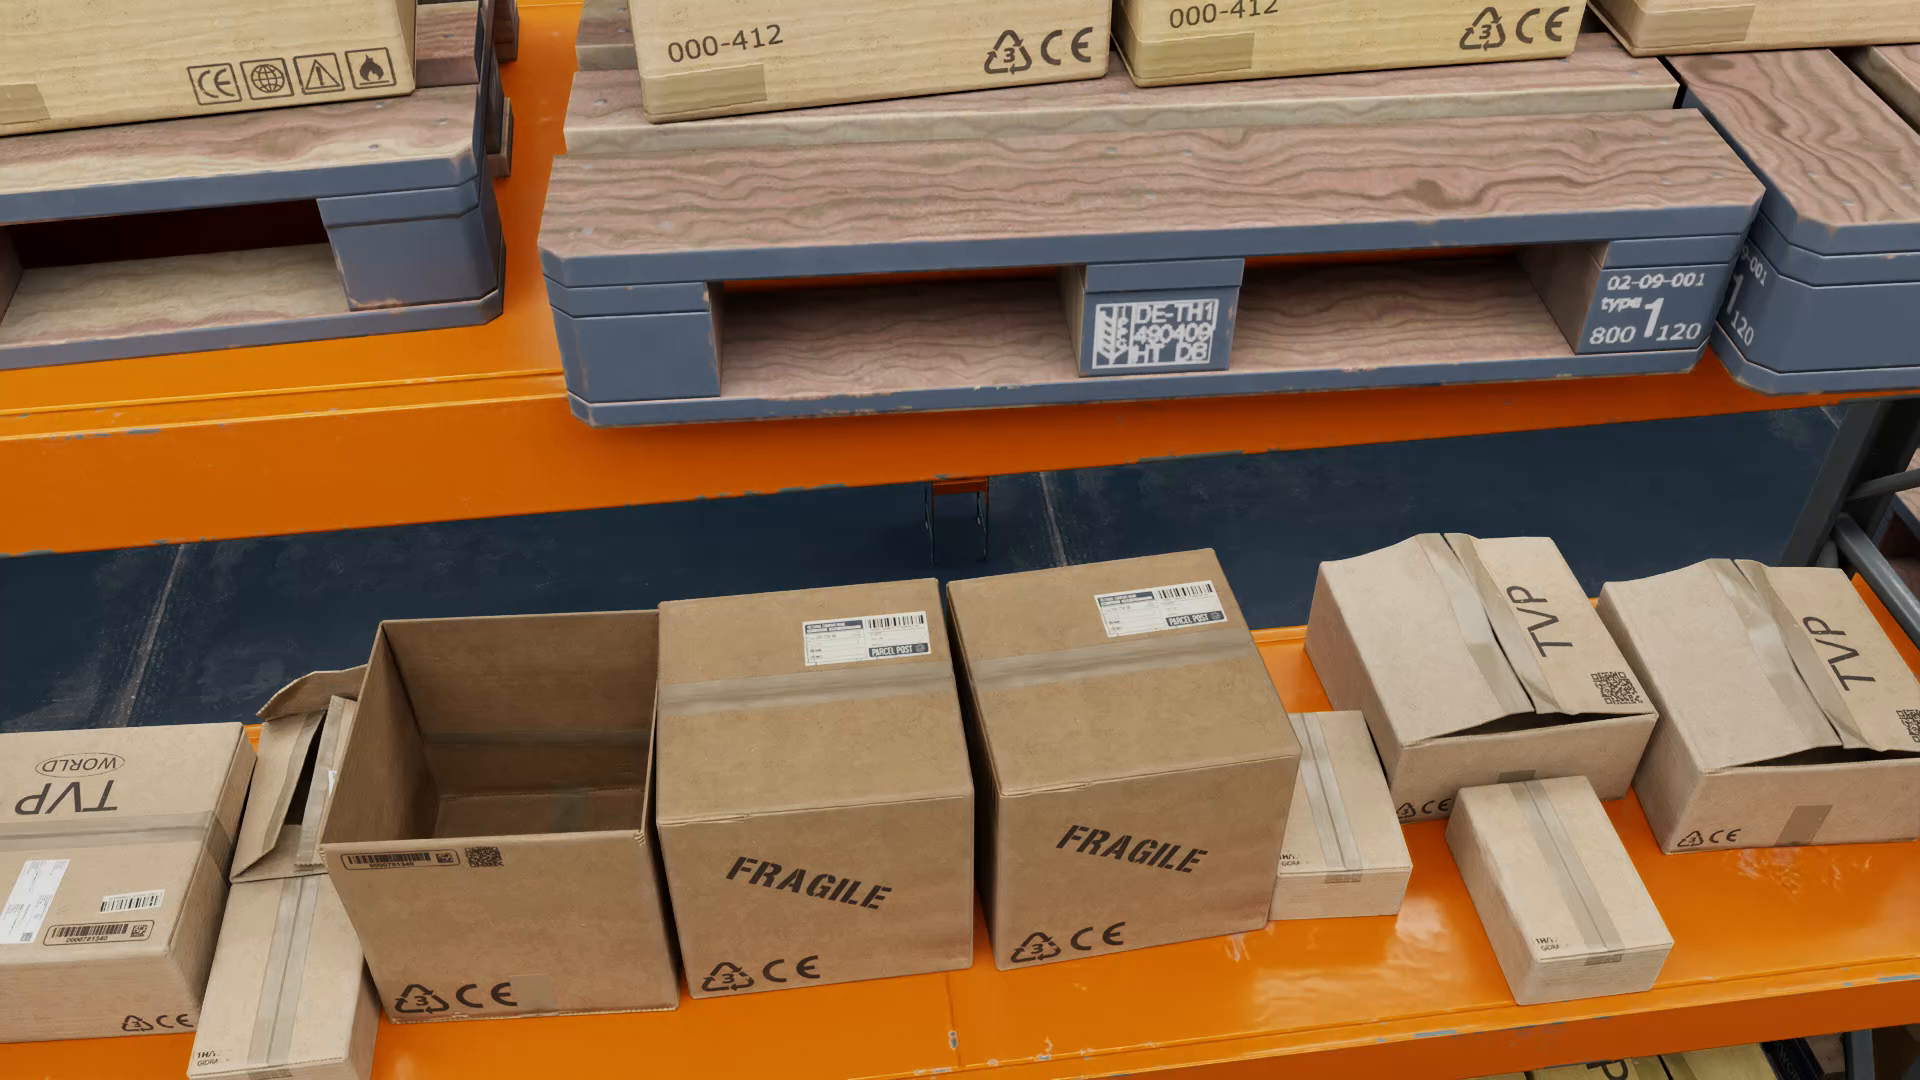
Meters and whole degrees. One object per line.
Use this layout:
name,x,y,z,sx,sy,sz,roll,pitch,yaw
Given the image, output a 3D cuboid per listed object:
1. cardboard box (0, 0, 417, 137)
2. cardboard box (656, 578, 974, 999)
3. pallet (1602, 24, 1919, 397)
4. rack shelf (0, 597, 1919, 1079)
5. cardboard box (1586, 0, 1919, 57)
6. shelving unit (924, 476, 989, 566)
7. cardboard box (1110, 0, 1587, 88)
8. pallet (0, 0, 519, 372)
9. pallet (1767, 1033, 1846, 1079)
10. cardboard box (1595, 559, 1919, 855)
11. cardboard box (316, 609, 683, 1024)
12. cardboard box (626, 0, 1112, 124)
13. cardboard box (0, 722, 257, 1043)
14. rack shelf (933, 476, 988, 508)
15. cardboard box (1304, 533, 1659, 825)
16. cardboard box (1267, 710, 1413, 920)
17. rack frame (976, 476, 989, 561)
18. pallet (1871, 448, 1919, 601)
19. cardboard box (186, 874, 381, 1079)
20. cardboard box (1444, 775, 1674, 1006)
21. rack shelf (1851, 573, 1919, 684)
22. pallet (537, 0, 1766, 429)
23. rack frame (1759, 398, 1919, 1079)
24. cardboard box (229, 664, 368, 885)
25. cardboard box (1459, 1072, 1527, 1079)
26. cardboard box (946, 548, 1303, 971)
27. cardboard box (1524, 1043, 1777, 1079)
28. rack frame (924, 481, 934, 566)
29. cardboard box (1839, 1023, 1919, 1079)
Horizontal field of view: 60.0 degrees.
cardboard box,-0.883,-0.693,1.838,0.500,0.250,0.500,-9,43,-10
cardboard box,-0.256,0.436,2.953,0.500,0.500,0.500,-5,42,-5
pallet,1.266,-0.655,2.138,1.003,0.211,1.213,-3,42,-4
rack shelf,-0.056,0.711,3.259,4.000,0.370,1.077,-5,42,-6
cardboard box,0.967,-0.809,1.967,0.500,0.250,0.500,-4,42,-4
shelving unit,-0.014,-0.444,5.347,0.189,1.200,0.258,-5,42,-6
cardboard box,0.399,-0.767,1.920,0.500,0.250,0.500,-6,42,-6
pallet,-1.166,-0.510,1.979,1.217,0.209,0.805,-7,42,-7
pallet,2.672,1.266,4.189,1.213,0.211,1.003,-5,42,-6
cardboard box,1.561,0.306,3.238,0.500,0.311,0.500,-3,42,-3
cardboard box,-0.753,0.479,2.905,0.500,0.500,0.500,-2,42,-2
cardboard box,-0.135,-0.722,1.869,0.500,0.250,0.500,-8,43,-9
cardboard box,-1.556,0.602,2.955,0.500,0.250,0.500,-3,42,-3
rack shelf,-0.014,-0.233,5.537,0.180,0.103,0.258,-5,42,-6
cardboard box,1.015,0.253,3.297,0.500,0.311,0.500,-5,42,-6
cardboard box,0.670,0.512,3.130,0.250,0.149,0.380,-2,42,-2
rack frame,0.076,-0.452,5.356,0.006,1.200,0.240,-5,42,-6
pallet,2.590,0.236,3.392,1.003,0.211,1.213,-5,42,-6
cardboard box,-1.134,0.770,2.844,0.250,0.149,0.380,-5,42,-6
cardboard box,1.071,0.625,3.005,0.250,0.149,0.380,-5,42,-6
rack shelf,3.910,0.364,3.644,4.000,0.370,1.077,-5,42,-6
pallet,0.157,-0.556,2.028,1.213,0.211,1.003,-3,42,-4
rack frame,1.927,0.271,3.211,0.127,3.000,1.000,-5,42,-6
cardboard box,-1.191,0.469,3.090,0.258,0.266,0.396,-6,42,-7
cardboard box,0.925,1.186,3.516,0.500,0.311,0.500,-6,42,-6
cardboard box,0.266,0.390,3.004,0.500,0.500,0.500,-7,43,-8
cardboard box,1.440,1.136,3.571,0.500,0.311,0.500,-4,42,-4
rack frame,-0.105,-0.436,5.338,0.006,1.200,0.240,-5,42,-6
cardboard box,2.416,1.186,3.734,0.500,0.500,0.500,-3,42,-4
